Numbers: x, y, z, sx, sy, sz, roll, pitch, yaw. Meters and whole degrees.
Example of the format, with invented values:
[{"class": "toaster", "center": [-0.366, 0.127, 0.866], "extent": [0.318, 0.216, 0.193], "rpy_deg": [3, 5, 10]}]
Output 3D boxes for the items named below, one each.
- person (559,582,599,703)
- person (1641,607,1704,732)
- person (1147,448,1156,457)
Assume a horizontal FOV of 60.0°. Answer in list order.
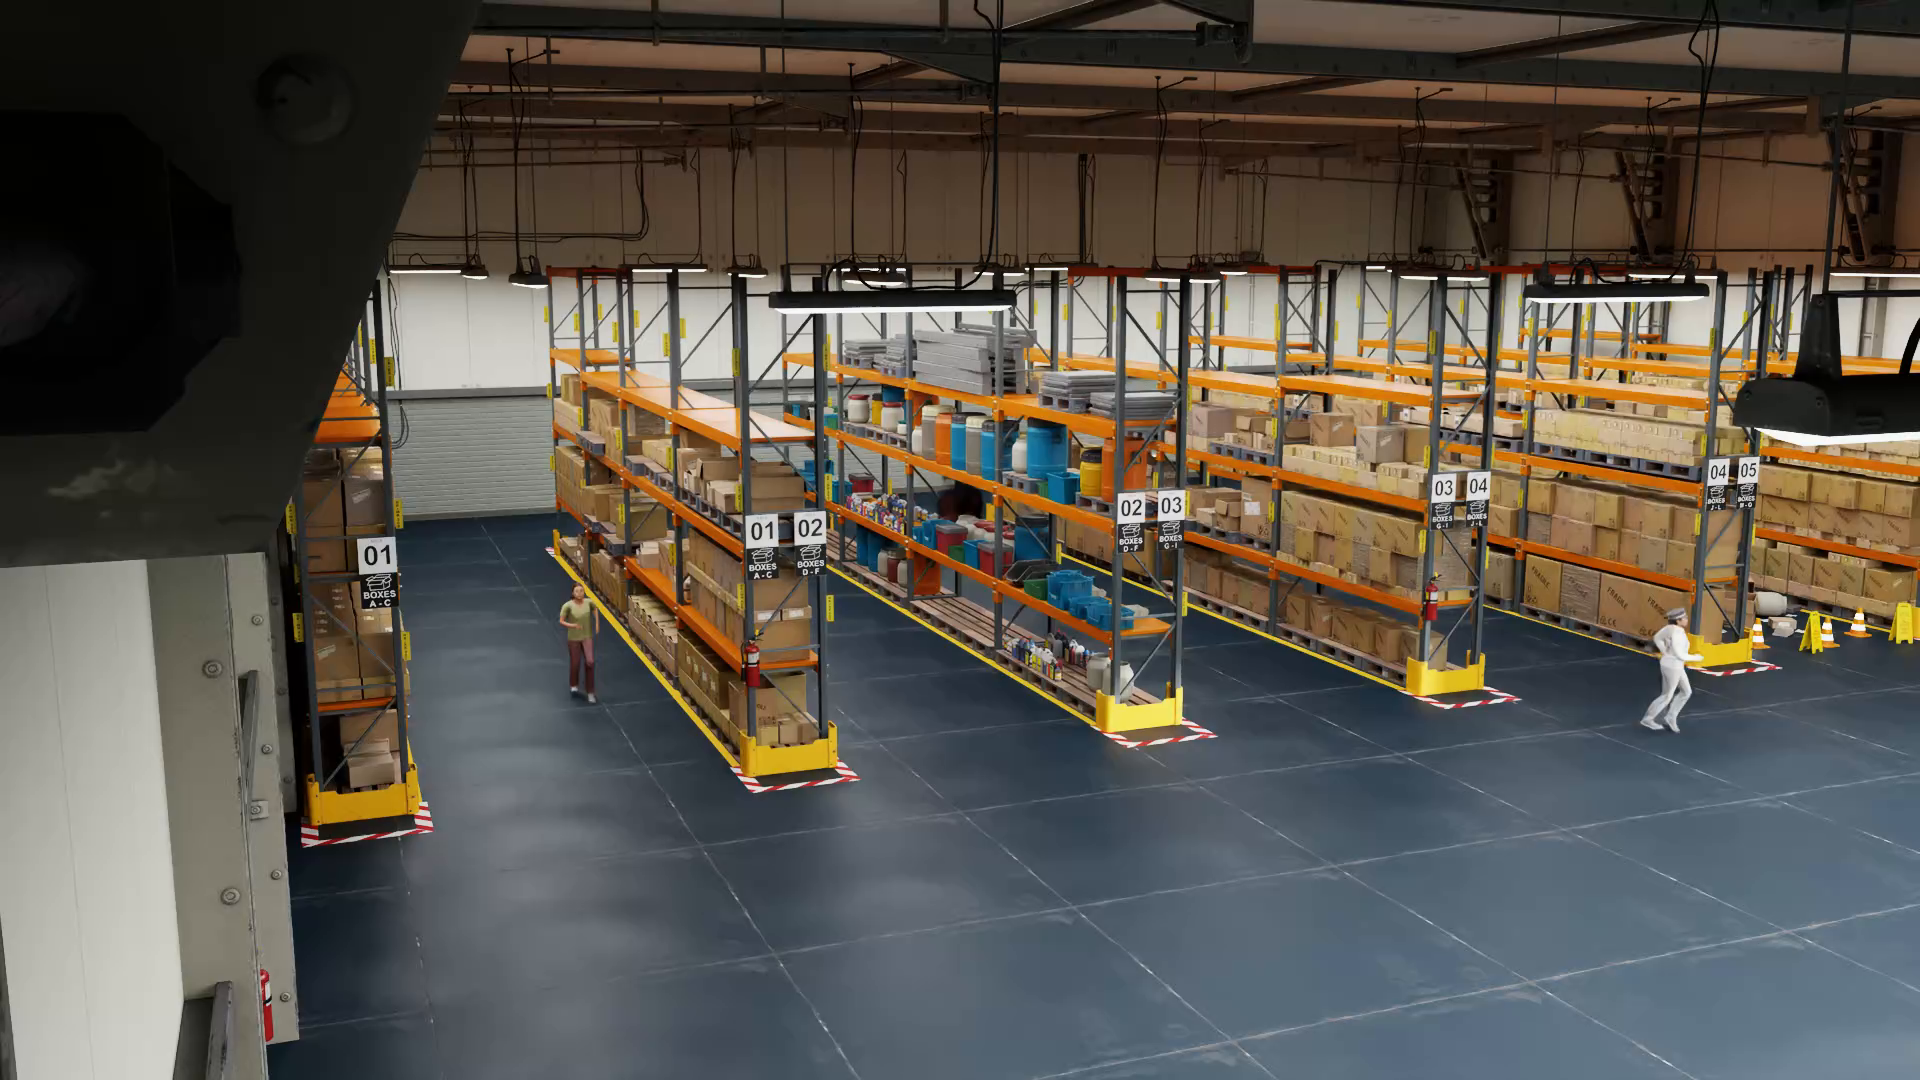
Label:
[{"class": "person", "center": [-5.398, 1.445, 23.625], "extent": [0.594, 1.743, 0.729], "rpy_deg": [-4, 11, -24]}, {"class": "person", "center": [9.423, 1.730, 21.974], "extent": [0.708, 1.748, 0.627], "rpy_deg": [3, 10, 18]}, {"class": "person", "center": [4.477, -1.473, 39.969], "extent": [0.768, 1.750, 0.894], "rpy_deg": [2, 10, 12]}]
